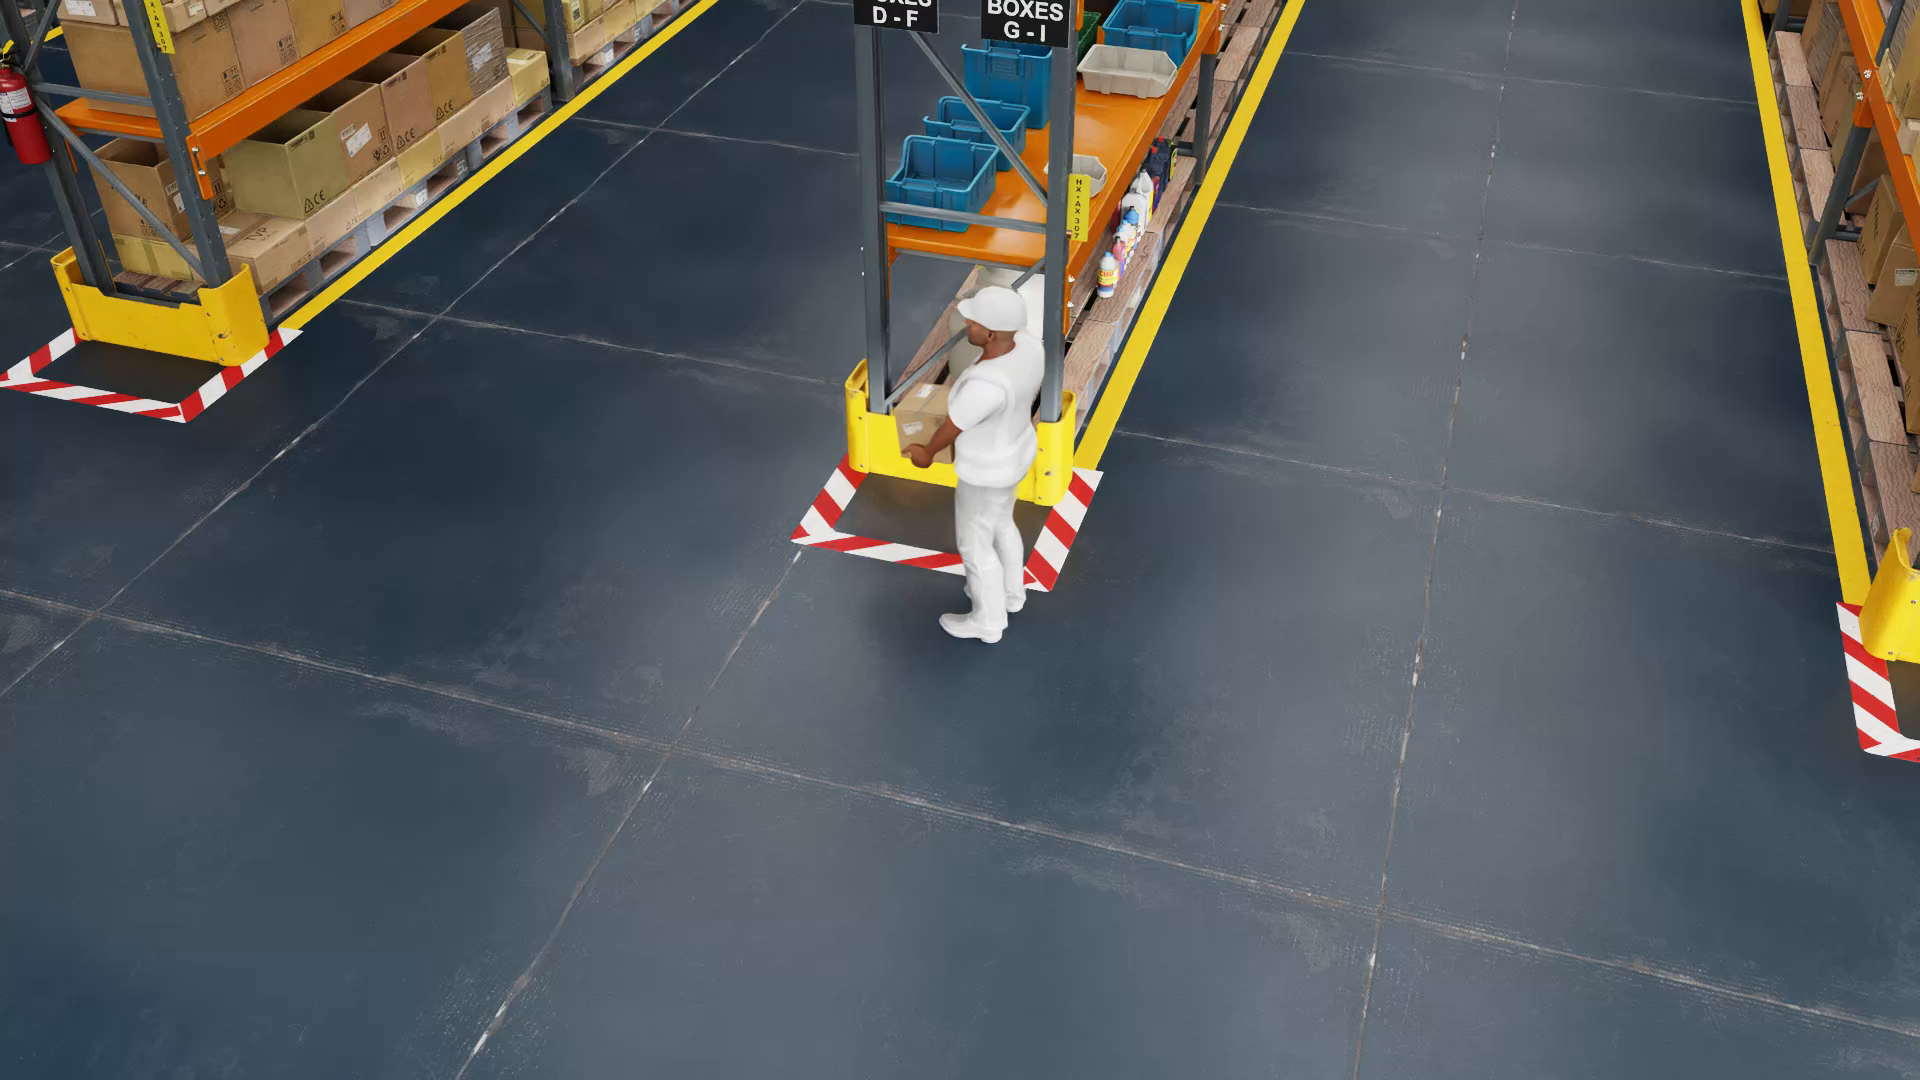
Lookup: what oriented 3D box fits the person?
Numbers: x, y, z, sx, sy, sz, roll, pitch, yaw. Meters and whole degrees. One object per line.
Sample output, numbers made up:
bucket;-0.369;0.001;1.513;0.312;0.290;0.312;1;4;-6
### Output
person;0.043;-0.353;7.345;0.559;1.763;0.505;15;39;19
